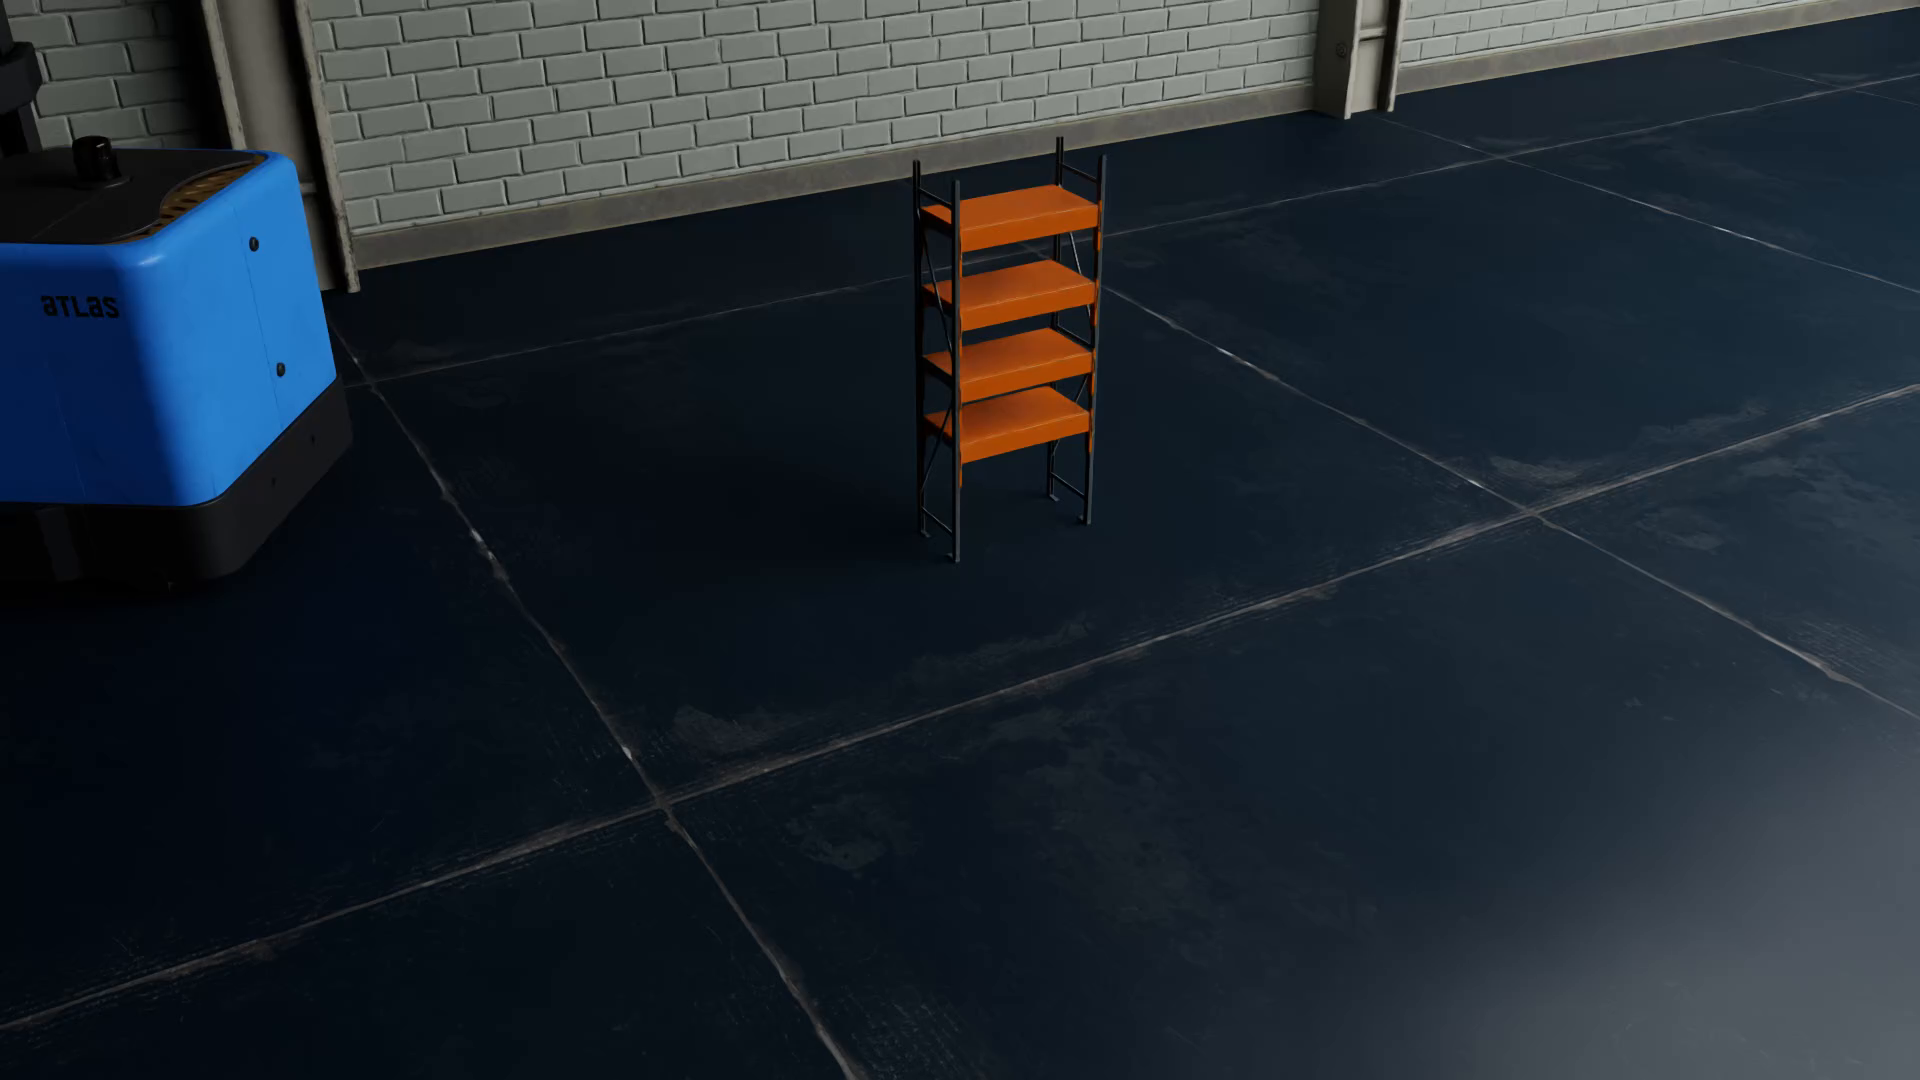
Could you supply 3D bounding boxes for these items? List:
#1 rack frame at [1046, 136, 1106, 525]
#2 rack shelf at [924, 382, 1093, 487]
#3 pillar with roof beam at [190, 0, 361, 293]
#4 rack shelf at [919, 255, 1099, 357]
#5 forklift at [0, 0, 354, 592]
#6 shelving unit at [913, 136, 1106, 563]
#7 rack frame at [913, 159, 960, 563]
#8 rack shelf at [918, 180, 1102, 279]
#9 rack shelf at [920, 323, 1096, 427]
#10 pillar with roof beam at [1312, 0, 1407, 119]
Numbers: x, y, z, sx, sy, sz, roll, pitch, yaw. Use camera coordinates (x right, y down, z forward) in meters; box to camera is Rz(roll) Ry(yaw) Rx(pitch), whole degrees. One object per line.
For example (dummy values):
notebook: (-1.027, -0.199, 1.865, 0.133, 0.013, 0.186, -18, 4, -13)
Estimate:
rack frame: (0.353, -0.626, 5.142, 0.015, 1.200, 0.240, -16, 33, -26)
rack shelf: (0.143, -0.333, 5.162, 0.480, 0.148, 0.258, -16, 33, -26)
pillar with roof beam: (-0.663, -3.241, 1.809, 0.400, 9.000, 9.100, -16, 33, -26)
rack shelf: (0.143, -0.703, 4.958, 0.480, 0.148, 0.258, -16, 33, -26)
forklift: (-3.623, -1.395, 4.745, 3.031, 2.935, 1.130, 2, 29, 3)
shelving unit: (0.143, -0.566, 5.034, 0.503, 1.200, 0.258, -16, 33, -26)
rack frame: (-0.068, -0.506, 4.925, 0.015, 1.200, 0.240, -16, 33, -26)
rack shelf: (0.143, -0.910, 4.844, 0.480, 0.148, 0.258, -16, 33, -26)
rack shelf: (0.143, -0.507, 5.066, 0.480, 0.148, 0.258, -16, 33, -26)
pillar with roof beam: (4.510, -4.710, 4.470, 0.400, 9.000, 9.100, -16, 33, -26)
